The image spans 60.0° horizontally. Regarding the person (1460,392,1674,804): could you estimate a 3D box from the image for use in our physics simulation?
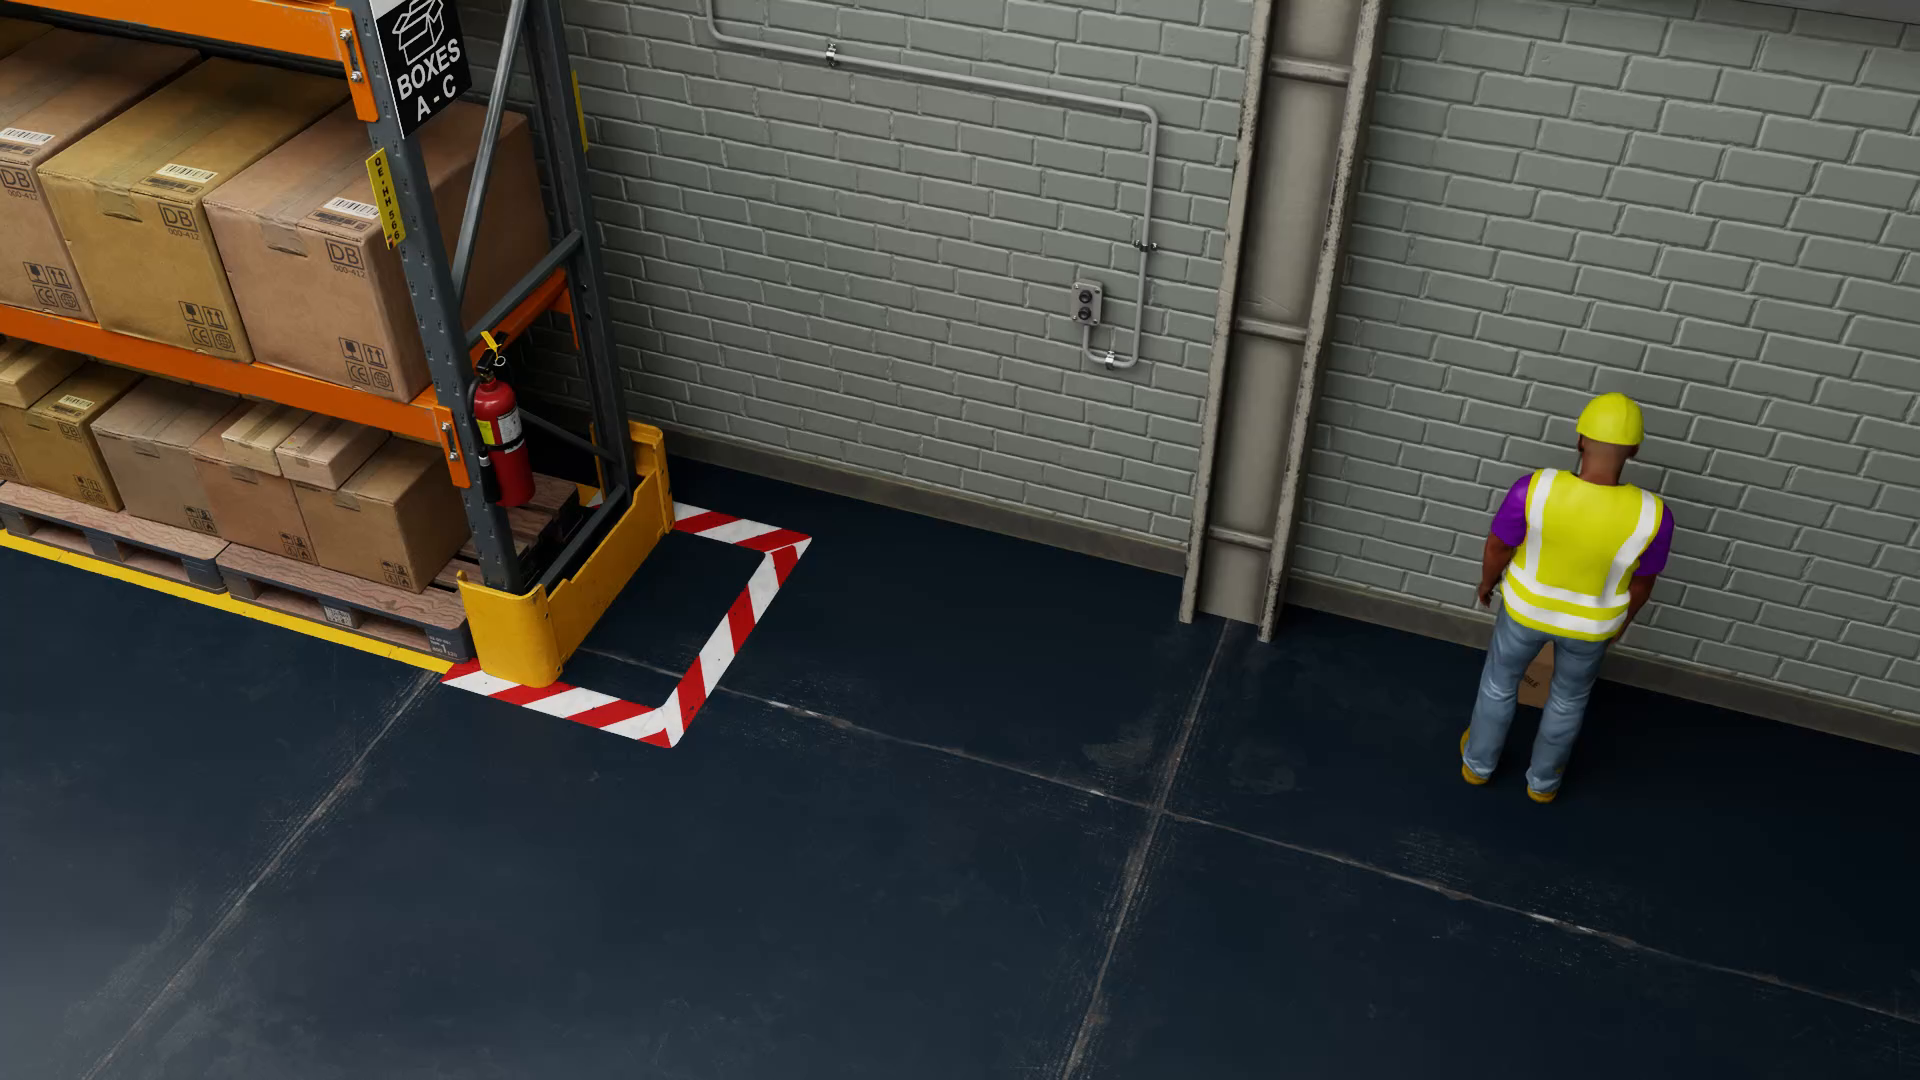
[{"bbox_3d":[2.111,0.227,5.888,0.570,1.756,0.374,14,43,16],"label":"person"}]
